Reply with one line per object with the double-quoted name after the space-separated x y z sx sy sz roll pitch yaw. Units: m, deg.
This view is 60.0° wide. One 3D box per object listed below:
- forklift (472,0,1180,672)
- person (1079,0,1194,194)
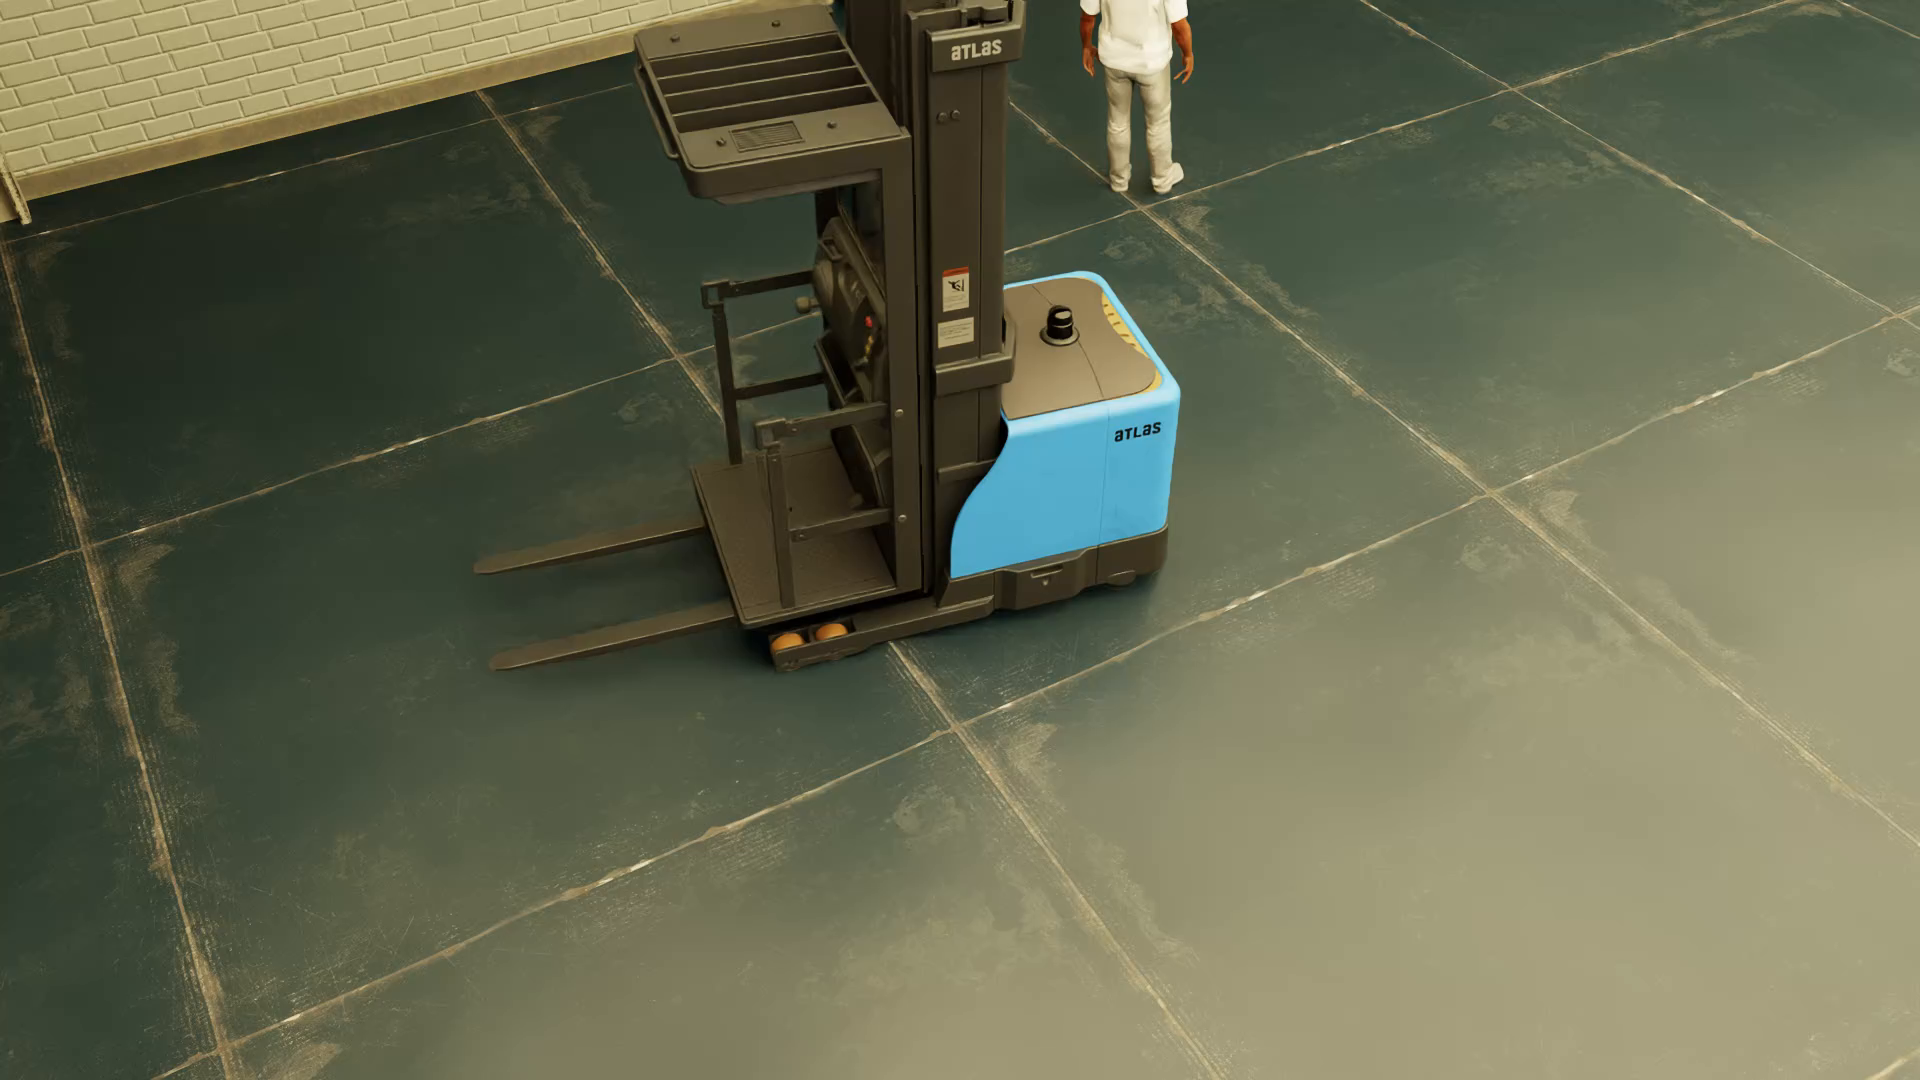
-0.631 -0.911 6.680 3.031 2.935 1.130 -13 44 -13 "forklift"
1.032 -2.821 9.592 0.664 1.770 0.549 14 45 14 "person"
